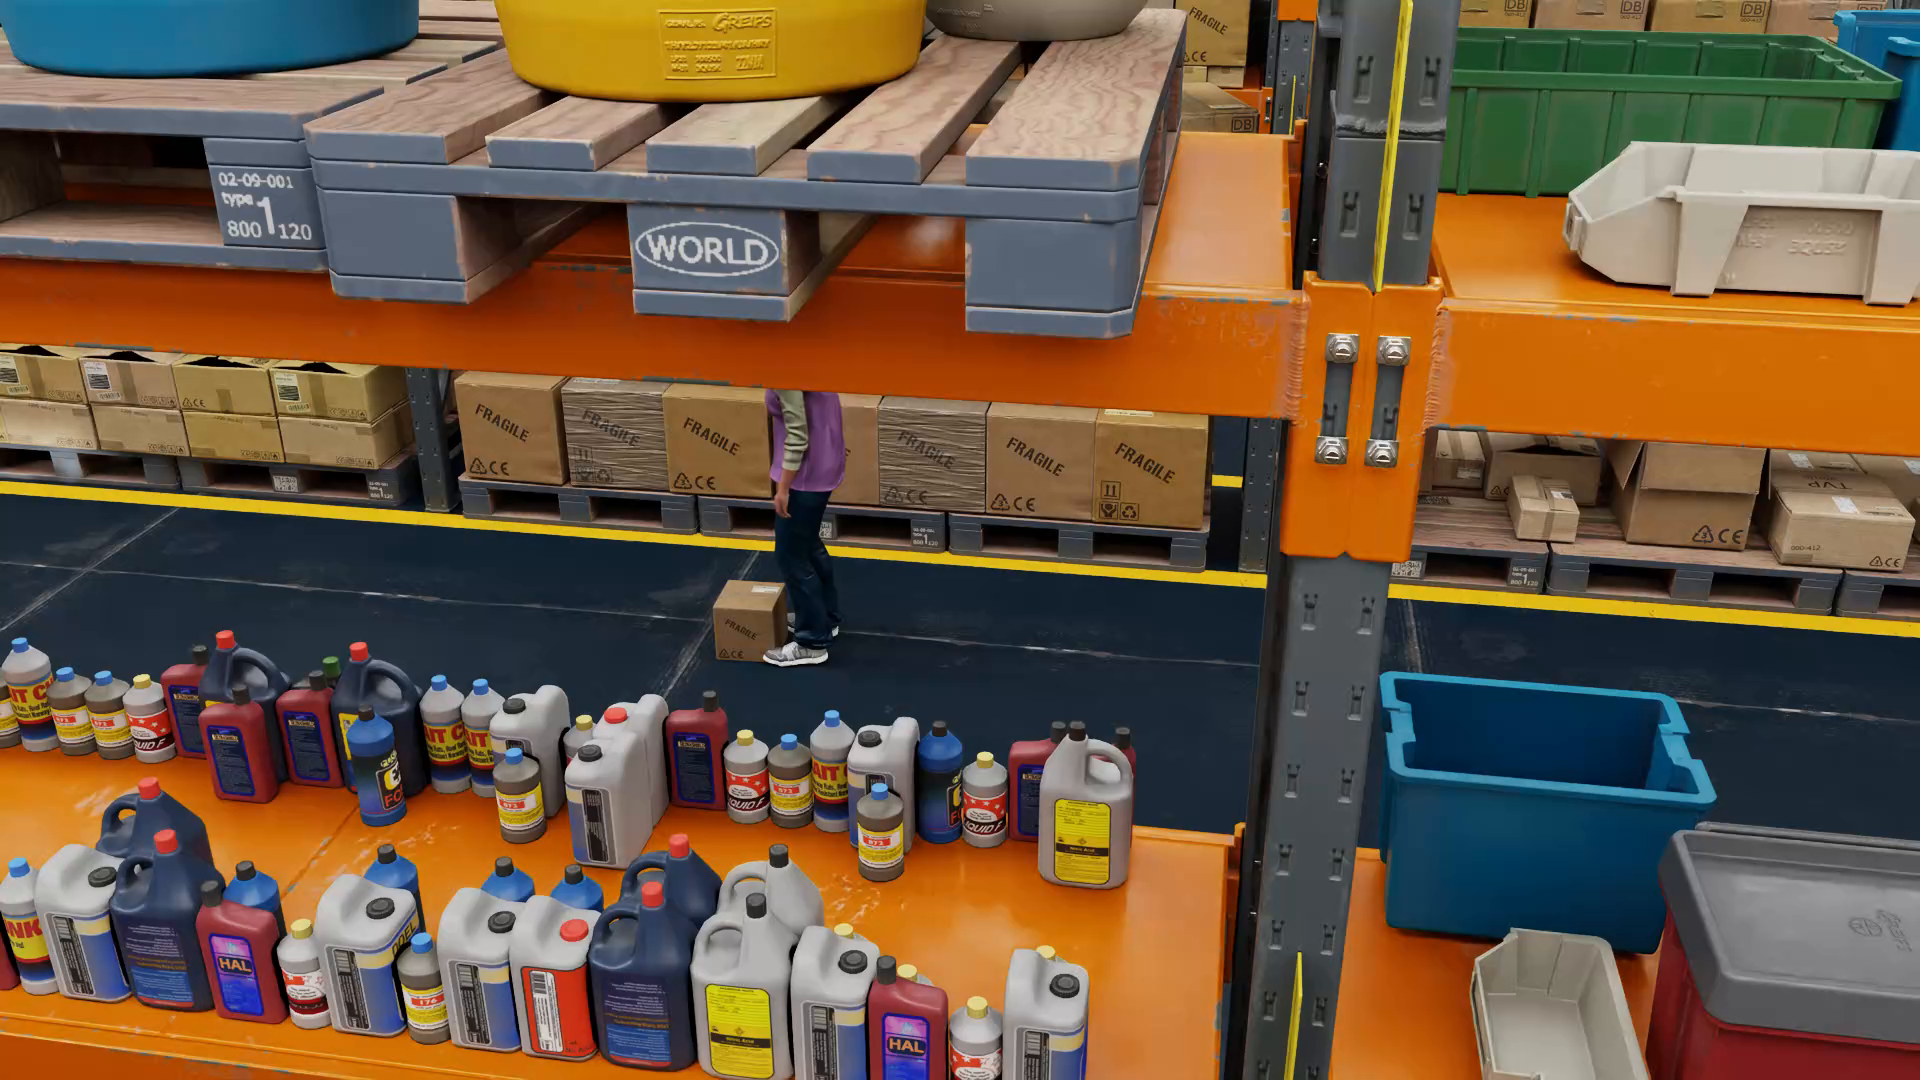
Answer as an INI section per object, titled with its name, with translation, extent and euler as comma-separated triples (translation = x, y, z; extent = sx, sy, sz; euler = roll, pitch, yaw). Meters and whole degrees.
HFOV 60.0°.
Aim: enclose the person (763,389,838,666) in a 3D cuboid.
[person]
translation = -0.641, -0.147, 6.713
extent = 0.324, 1.352, 0.459
euler = 4, 26, 8
